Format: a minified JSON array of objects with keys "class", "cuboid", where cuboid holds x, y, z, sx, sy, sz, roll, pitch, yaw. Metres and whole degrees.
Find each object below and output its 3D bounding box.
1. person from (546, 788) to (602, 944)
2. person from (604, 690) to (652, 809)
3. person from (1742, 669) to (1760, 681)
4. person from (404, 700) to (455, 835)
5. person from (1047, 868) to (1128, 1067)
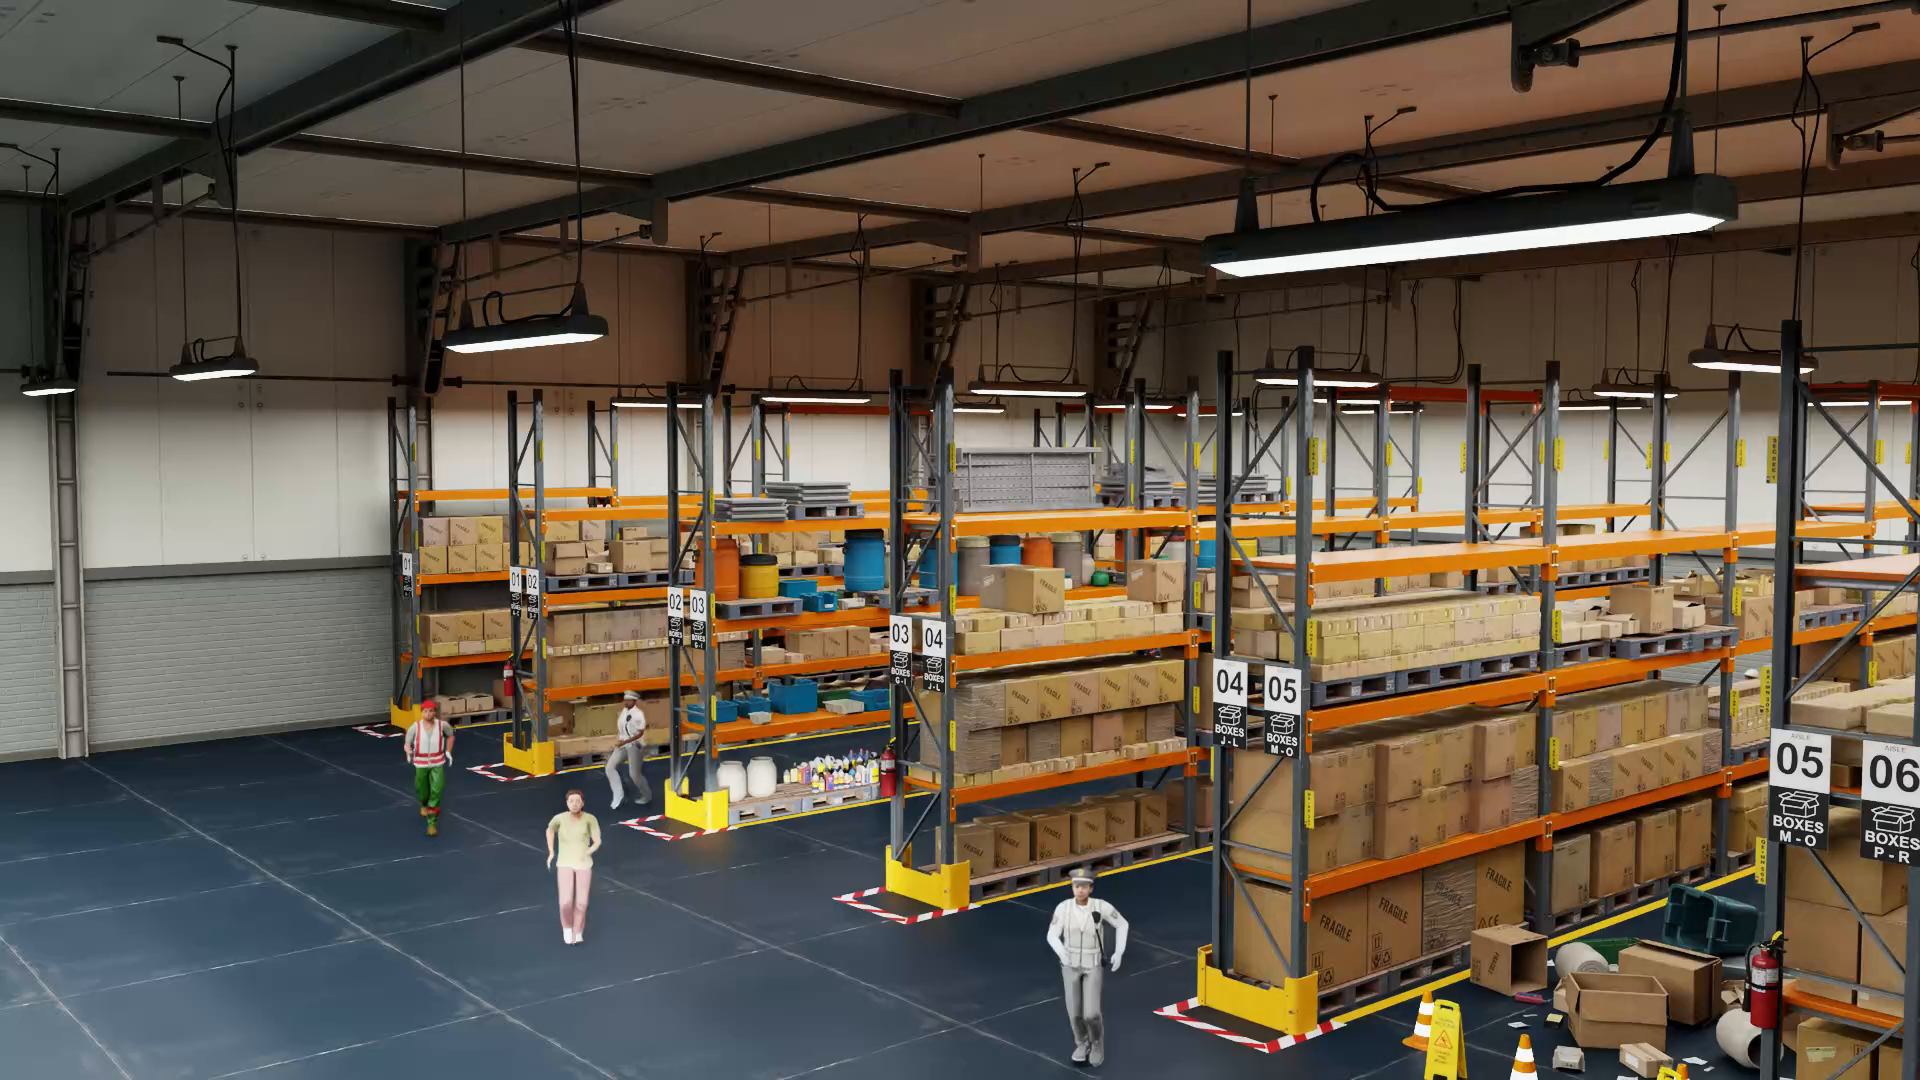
[{"class":"person","cuboid":[-3.936,3.342,16.965,0.553,1.625,0.688,-1,3,-13]},{"class":"person","cuboid":[-4.669,2.960,23.571,0.585,1.710,0.671,3,5,43]},{"class":"person","cuboid":[11.956,2.825,25.159,0.669,1.757,0.670,-2,4,-34]},{"class":"person","cuboid":[-7.060,2.991,22.152,0.643,1.758,0.873,-1,4,-19]},{"class":"person","cuboid":[1.032,3.529,13.687,0.649,1.672,0.624,1,3,14]}]
